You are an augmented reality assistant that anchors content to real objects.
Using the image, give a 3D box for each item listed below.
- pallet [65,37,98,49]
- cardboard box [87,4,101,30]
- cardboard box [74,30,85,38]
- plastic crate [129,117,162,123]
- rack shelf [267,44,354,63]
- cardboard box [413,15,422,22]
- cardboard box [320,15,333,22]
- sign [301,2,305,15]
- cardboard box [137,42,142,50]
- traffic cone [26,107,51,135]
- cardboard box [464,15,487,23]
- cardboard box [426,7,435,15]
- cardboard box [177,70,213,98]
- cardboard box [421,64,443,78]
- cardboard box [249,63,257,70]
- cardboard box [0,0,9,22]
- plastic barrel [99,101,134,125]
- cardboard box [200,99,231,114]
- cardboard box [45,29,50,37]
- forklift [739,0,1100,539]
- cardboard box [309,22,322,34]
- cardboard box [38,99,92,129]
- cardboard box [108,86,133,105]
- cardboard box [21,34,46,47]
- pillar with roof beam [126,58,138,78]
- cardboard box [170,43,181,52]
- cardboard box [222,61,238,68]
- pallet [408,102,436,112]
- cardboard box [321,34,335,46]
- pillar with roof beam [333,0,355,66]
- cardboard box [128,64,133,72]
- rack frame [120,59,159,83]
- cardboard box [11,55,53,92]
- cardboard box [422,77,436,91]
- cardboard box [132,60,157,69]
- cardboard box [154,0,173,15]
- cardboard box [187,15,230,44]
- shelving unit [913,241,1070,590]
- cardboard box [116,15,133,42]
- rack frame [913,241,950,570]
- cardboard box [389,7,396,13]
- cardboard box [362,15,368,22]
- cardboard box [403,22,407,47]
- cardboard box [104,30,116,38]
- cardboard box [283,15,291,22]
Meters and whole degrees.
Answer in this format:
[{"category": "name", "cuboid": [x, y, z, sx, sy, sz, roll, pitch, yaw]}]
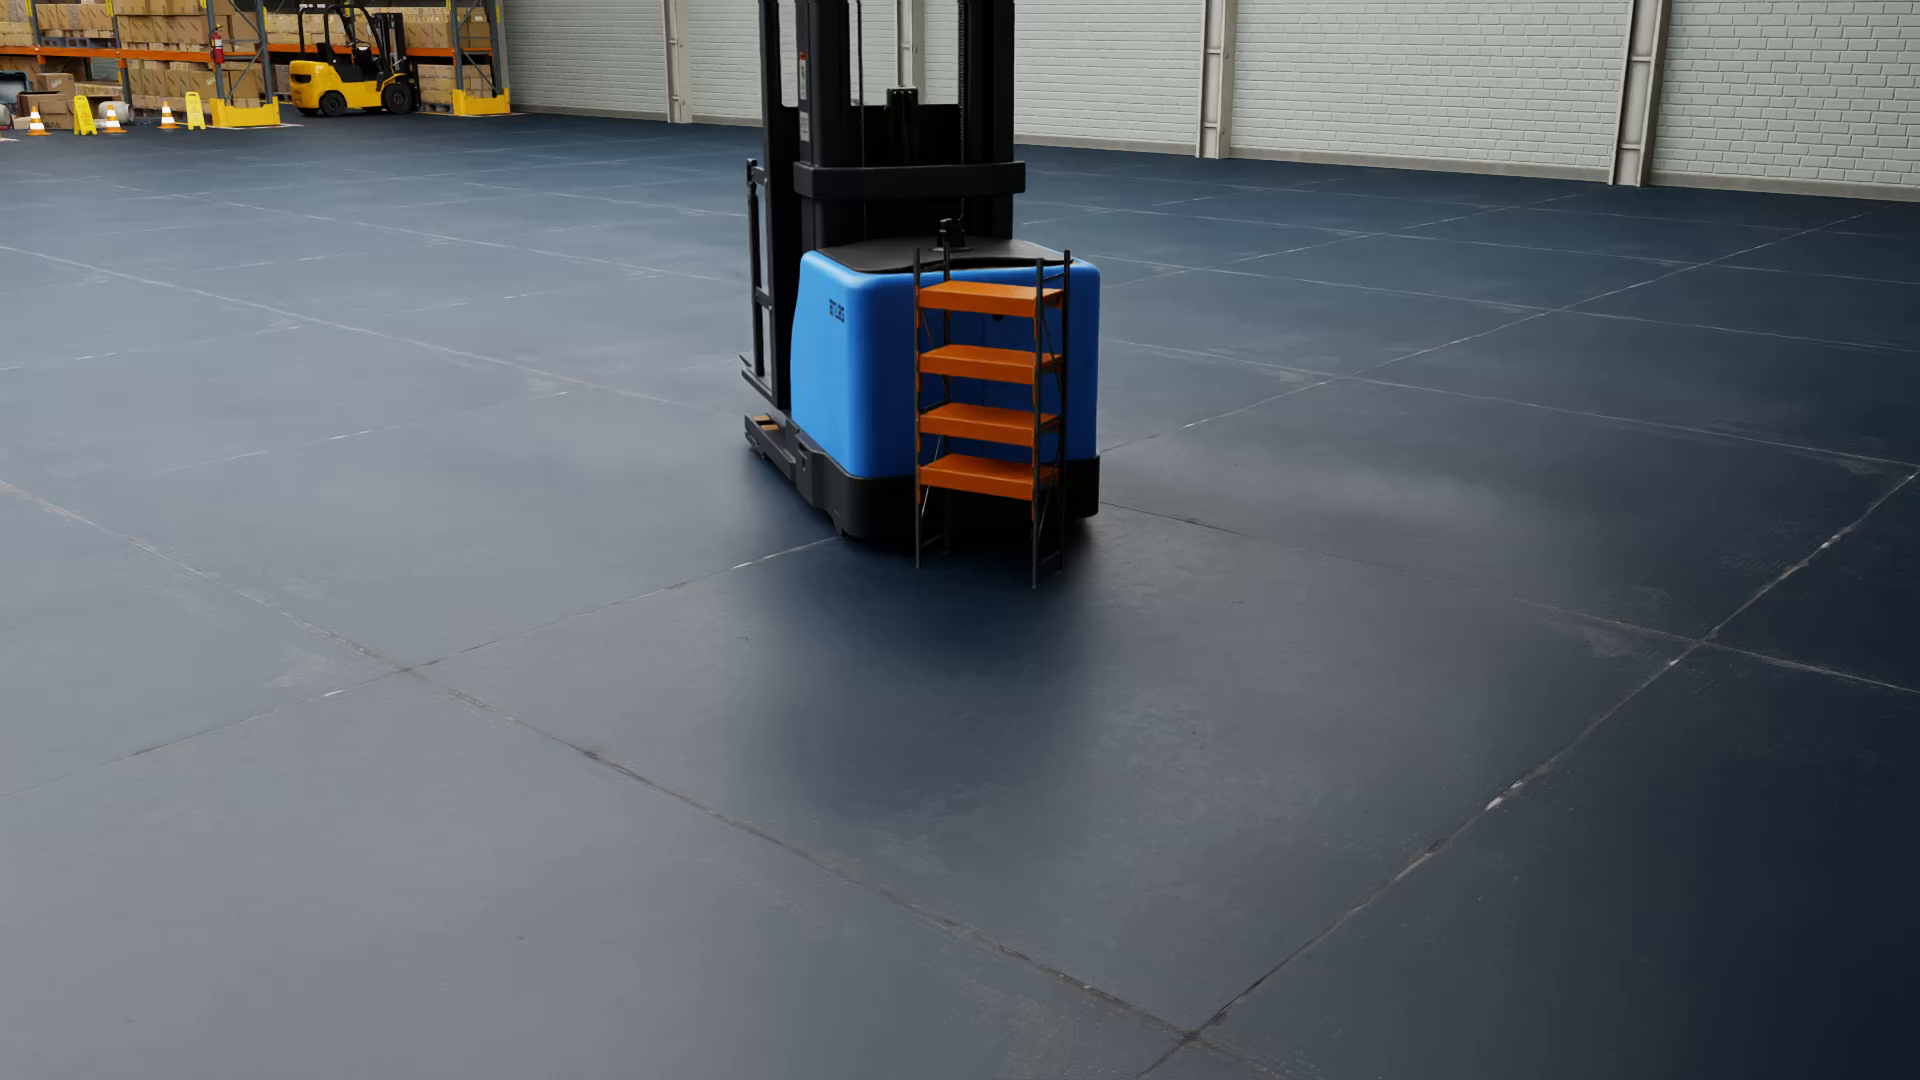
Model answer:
[{"category": "pallet", "cuboid": [-17.649, -10.239, 34.234, 1.213, 0.211, 1.003, 15, 23, 39]}, {"category": "cardboard box", "cuboid": [-17.034, -10.445, 33.215, 0.500, 0.500, 0.500, 15, 23, 40]}, {"category": "cardboard box", "cuboid": [-17.860, -10.357, 34.007, 0.250, 0.149, 0.380, 16, 24, 41]}, {"category": "plastic crate", "cuboid": [-15.535, -8.023, 31.761, 0.583, 0.080, 0.402, 7, 19, 21]}, {"category": "rack shelf", "cuboid": [-14.369, -11.098, 37.812, 4.000, 0.370, 1.077, 15, 23, 39]}, {"category": "cardboard box", "cuboid": [-11.100, -10.805, 34.463, 0.250, 0.149, 0.380, 14, 22, 38]}, {"category": "cardboard box", "cuboid": [-13.914, -11.546, 36.797, 0.250, 0.149, 0.380, 14, 22, 38]}, {"category": "sign", "cuboid": [-15.499, -12.521, 39.192, 0.005, 0.325, 0.100, 15, 23, 39]}, {"category": "cardboard box", "cuboid": [-15.700, -9.575, 32.238, 0.250, 0.149, 0.380, 15, 23, 39]}, {"category": "traffic cone", "cuboid": [-15.838, -7.191, 28.506, 0.334, 0.463, 0.336, 15, 23, 39]}, {"category": "cardboard box", "cuboid": [-9.963, -10.720, 34.194, 0.250, 0.149, 0.380, 14, 23, 38]}, {"category": "cardboard box", "cuboid": [-10.708, -10.848, 34.106, 0.250, 0.149, 0.380, 16, 23, 40]}, {"category": "cardboard box", "cuboid": [-14.338, -8.566, 31.254, 0.500, 0.500, 0.500, 16, 24, 41]}, {"category": "cardboard box", "cuboid": [-10.818, -9.726, 34.497, 0.500, 0.250, 0.500, 16, 23, 40]}, {"category": "cardboard box", "cuboid": [-16.627, -11.250, 39.468, 0.250, 0.149, 0.380, 14, 22, 36]}, {"category": "cardboard box", "cuboid": [-20.473, -11.490, 36.040, 0.500, 0.500, 0.500, 15, 23, 39]}, {"category": "plastic barrel", "cuboid": [-15.723, -7.957, 30.984, 0.512, 0.421, 0.421, -3, 18, -8]}, {"category": "cardboard box", "cuboid": [-13.974, -8.108, 31.054, 0.500, 0.250, 0.500, 15, 23, 39]}, {"category": "cardboard box", "cuboid": [-19.037, -10.692, 35.064, 0.250, 0.149, 0.380, 13, 22, 36]}, {"category": "forklift", "cuboid": [-0.396, -1.808, 7.463, 1.130, 2.935, 3.031, -6, 19, -18]}, {"category": "cardboard box", "cuboid": [-14.178, -11.453, 37.162, 0.500, 0.250, 0.500, 16, 23, 40]}, {"category": "cardboard box", "cuboid": [-16.167, -7.703, 30.051, 0.637, 0.503, 0.797, 0, 18, 2]}, {"category": "cardboard box", "cuboid": [-16.559, -8.968, 33.561, 0.625, 0.372, 0.950, 15, 23, 40]}, {"category": "cardboard box", "cuboid": [-19.707, -10.690, 35.586, 0.500, 0.250, 0.500, 14, 22, 37]}, {"category": "pillar with roof beam", "cuboid": [-26.124, -16.080, 42.402, 0.400, 9.000, 9.100, 15, 23, 39]}, {"category": "cardboard box", "cuboid": [-14.598, -9.261, 31.248, 0.250, 0.149, 0.380, 15, 23, 39]}, {"category": "cardboard box", "cuboid": [-17.746, -11.584, 40.518, 0.250, 0.149, 0.380, 16, 24, 41]}, {"category": "pallet", "cuboid": [-11.389, -9.296, 35.555, 1.213, 0.211, 1.003, 15, 23, 39]}, {"category": "cardboard box", "cuboid": [-13.803, -11.110, 36.907, 0.500, 0.250, 0.500, 15, 23, 39]}, {"category": "pillar with roof beam", "cuboid": [-17.149, -13.670, 34.810, 0.400, 9.000, 9.100, 15, 23, 39]}, {"category": "cardboard box", "cuboid": [-21.454, -12.315, 43.890, 0.637, 0.503, 0.797, 14, 22, 37]}, {"category": "rack frame", "cuboid": [-21.848, -13.449, 44.030, 0.127, 3.000, 1.000, 15, 23, 39]}, {"category": "cardboard box", "cuboid": [-20.282, -10.244, 36.749, 0.875, 0.875, 0.875, 15, 23, 40]}, {"category": "cardboard box", "cuboid": [-10.821, -9.494, 34.594, 0.500, 0.250, 0.500, 15, 23, 39]}, {"category": "cardboard box", "cuboid": [-15.849, -9.254, 32.351, 0.250, 0.149, 0.380, 15, 23, 40]}, {"category": "cardboard box", "cuboid": [-14.523, -10.014, 30.898, 0.500, 0.500, 0.700, 15, 23, 39]}, {"category": "cardboard box", "cuboid": [-13.762, -9.349, 30.453, 0.500, 0.500, 0.500, 15, 23, 38]}, {"category": "shelving unit", "cuboid": [0.112, -0.458, 6.072, 0.503, 1.200, 0.258, 9, 20, 27]}, {"category": "cardboard box", "cuboid": [-16.021, -9.954, 32.360, 0.500, 0.500, 0.500, 15, 23, 39]}, {"category": "rack frame", "cuboid": [-0.102, -0.493, 6.183, 0.015, 1.200, 0.240, 9, 20, 27]}, {"category": "cardboard box", "cuboid": [-11.815, -11.166, 35.108, 0.250, 0.149, 0.380, 15, 23, 39]}, {"category": "cardboard box", "cuboid": [-12.614, -11.221, 35.773, 0.250, 0.149, 0.380, 16, 23, 41]}, {"category": "cardboard box", "cuboid": [-11.572, -10.631, 34.986, 0.500, 0.500, 0.500, 15, 23, 40]}, {"category": "cardboard box", "cuboid": [-16.733, -10.037, 33.001, 0.250, 0.149, 0.380, 15, 23, 40]}, {"category": "cardboard box", "cuboid": [-15.208, -11.920, 37.975, 0.250, 0.149, 0.380, 15, 23, 40]}]
